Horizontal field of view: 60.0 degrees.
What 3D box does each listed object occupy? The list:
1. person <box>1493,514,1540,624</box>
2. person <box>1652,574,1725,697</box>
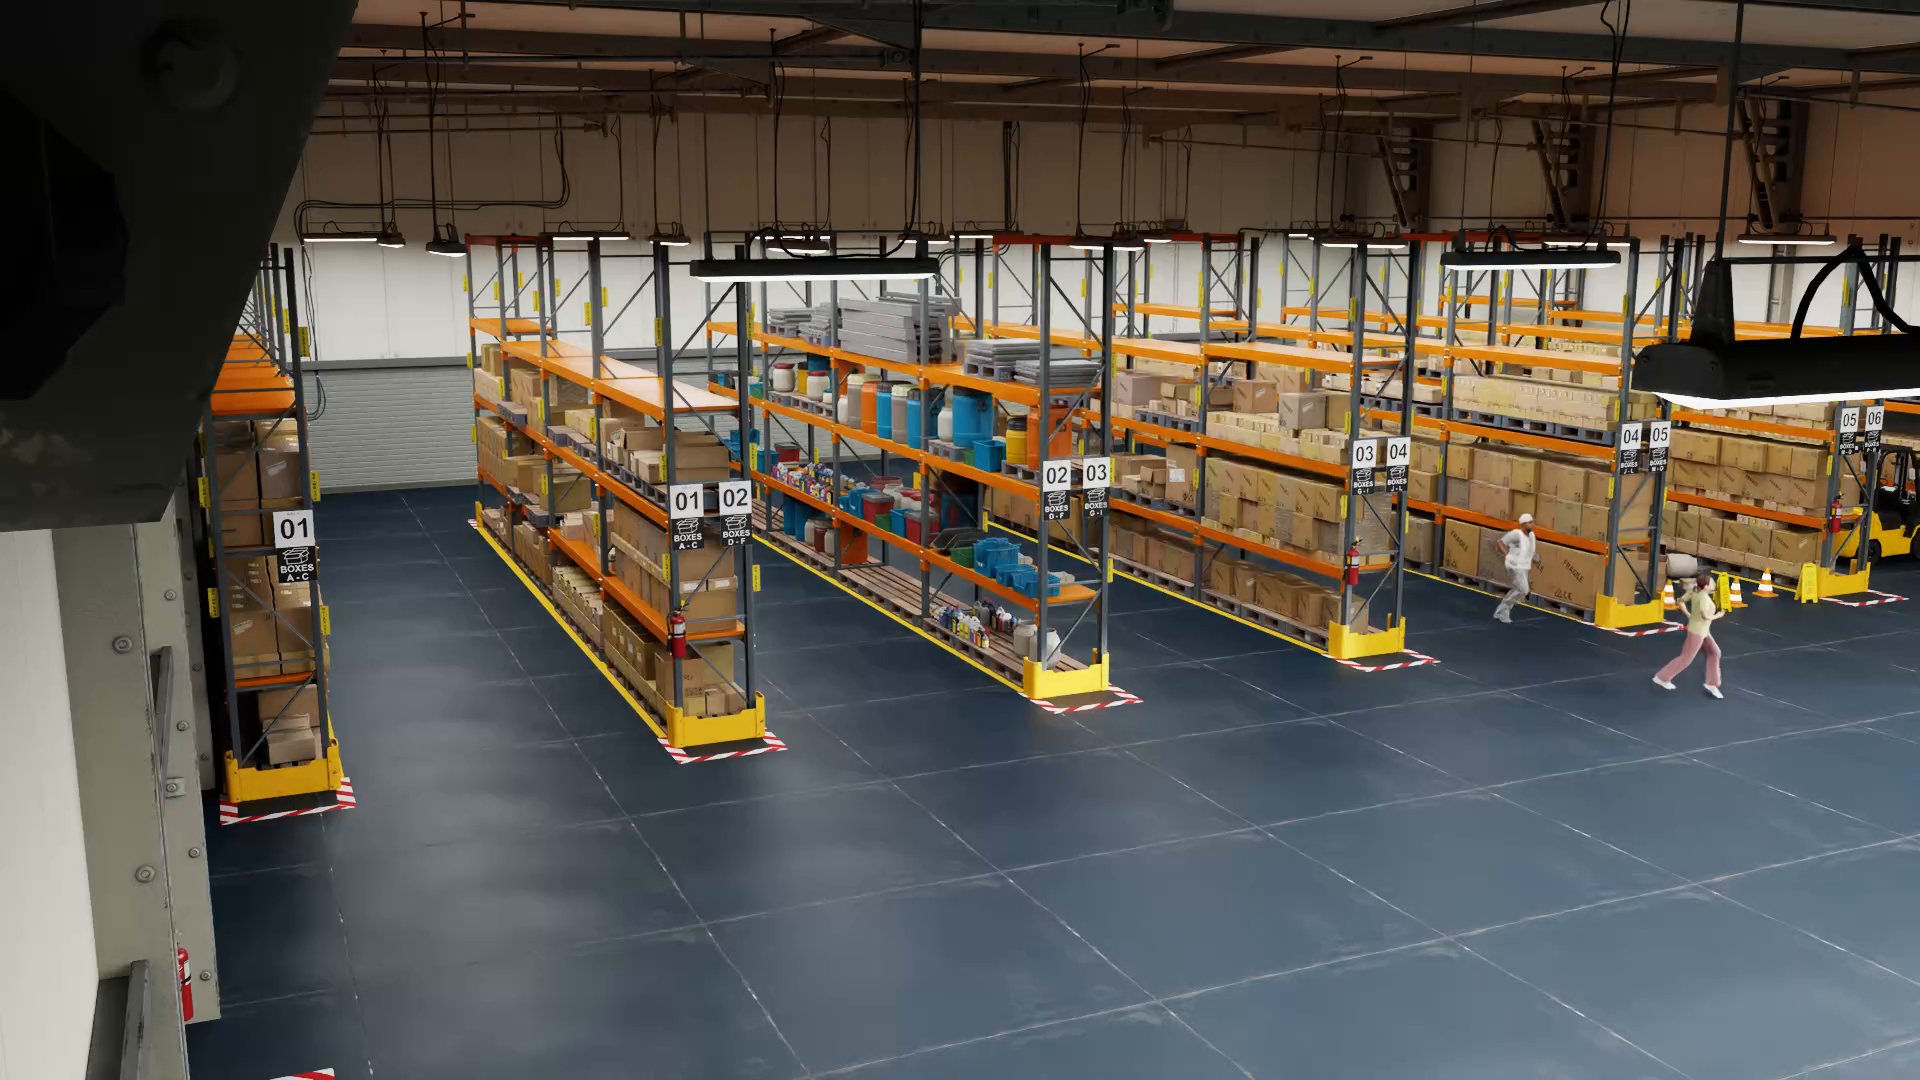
[{"bbox_3d":[8.825,0.452,26.225,0.662,1.761,0.638,-10,15,-42],"label":"person"},{"bbox_3d":[9.772,1.292,22.171,0.907,1.718,0.531,3,11,17],"label":"person"}]
